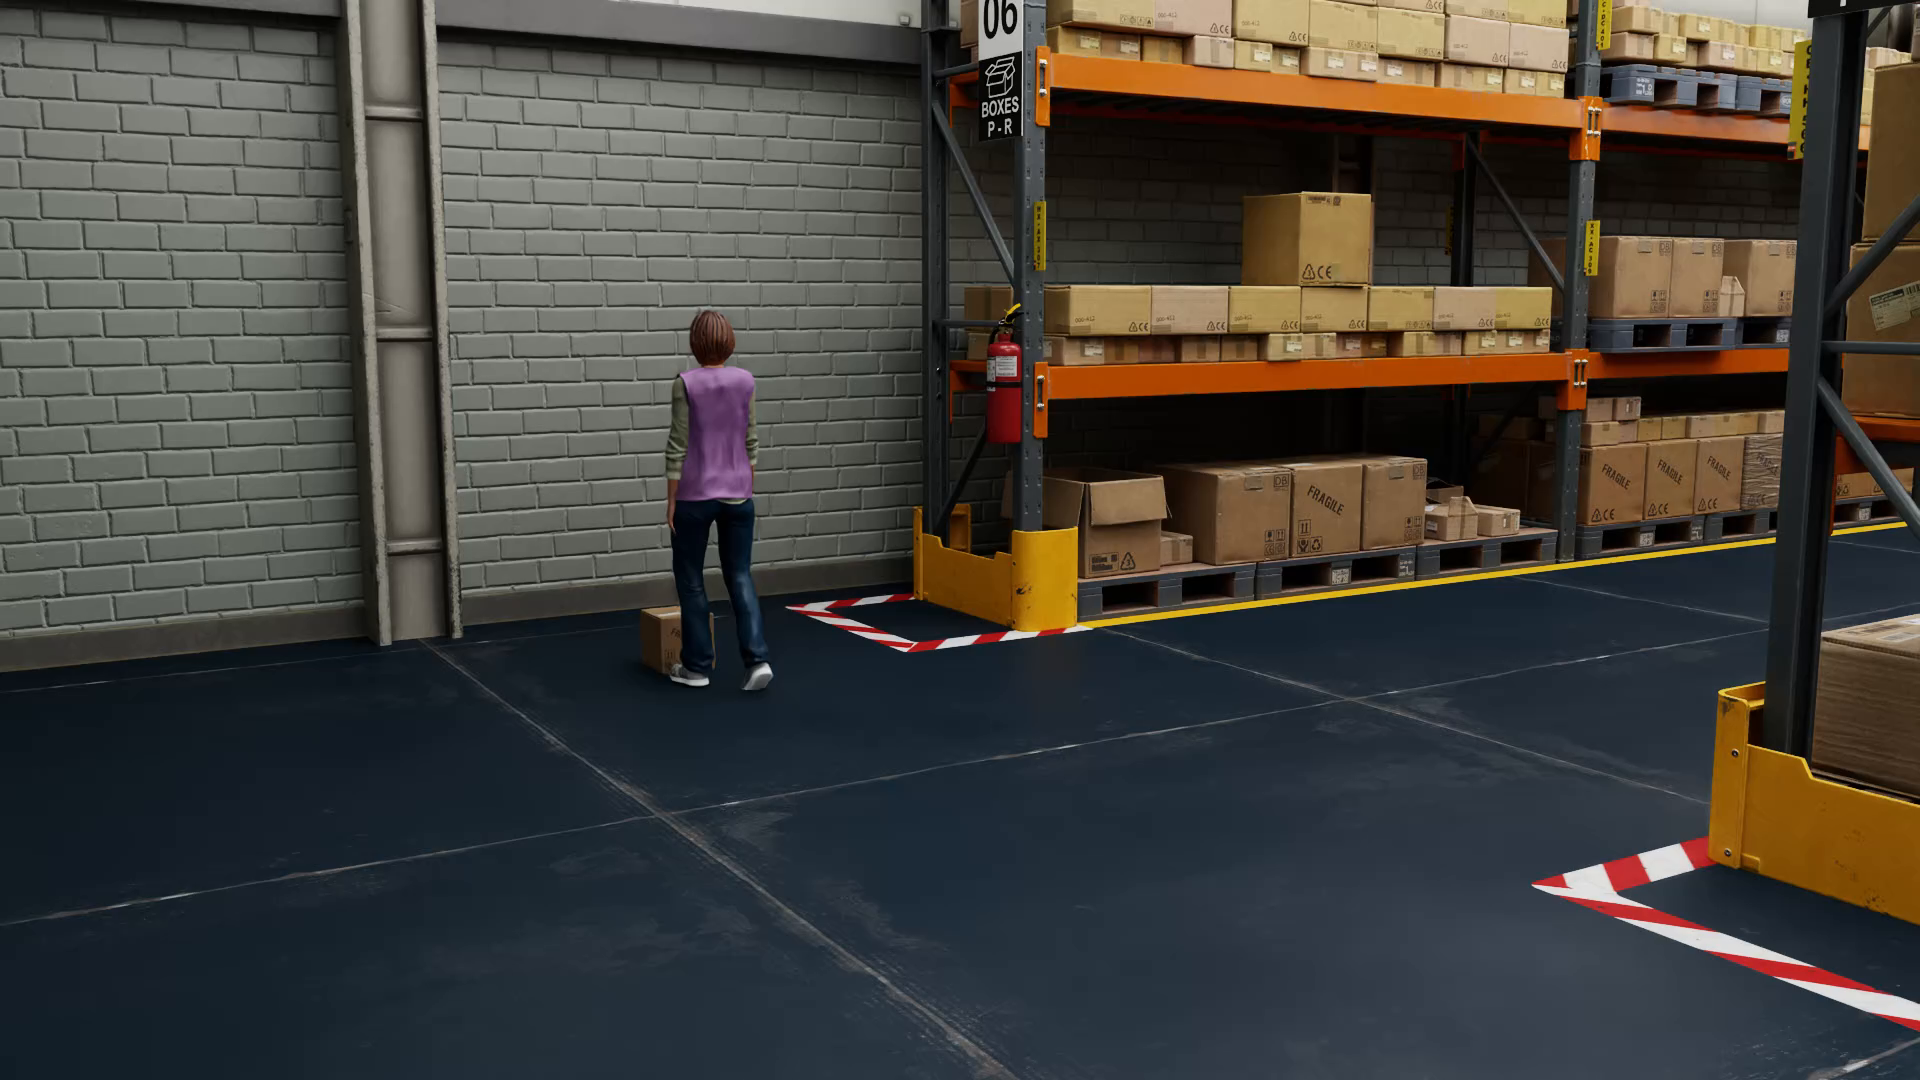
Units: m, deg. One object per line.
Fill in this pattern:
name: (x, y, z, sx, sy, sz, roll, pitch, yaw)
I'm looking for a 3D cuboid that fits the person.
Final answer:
person: (-1.043, -0.131, 6.978, 0.407, 1.655, 0.398, -5, 10, -30)
